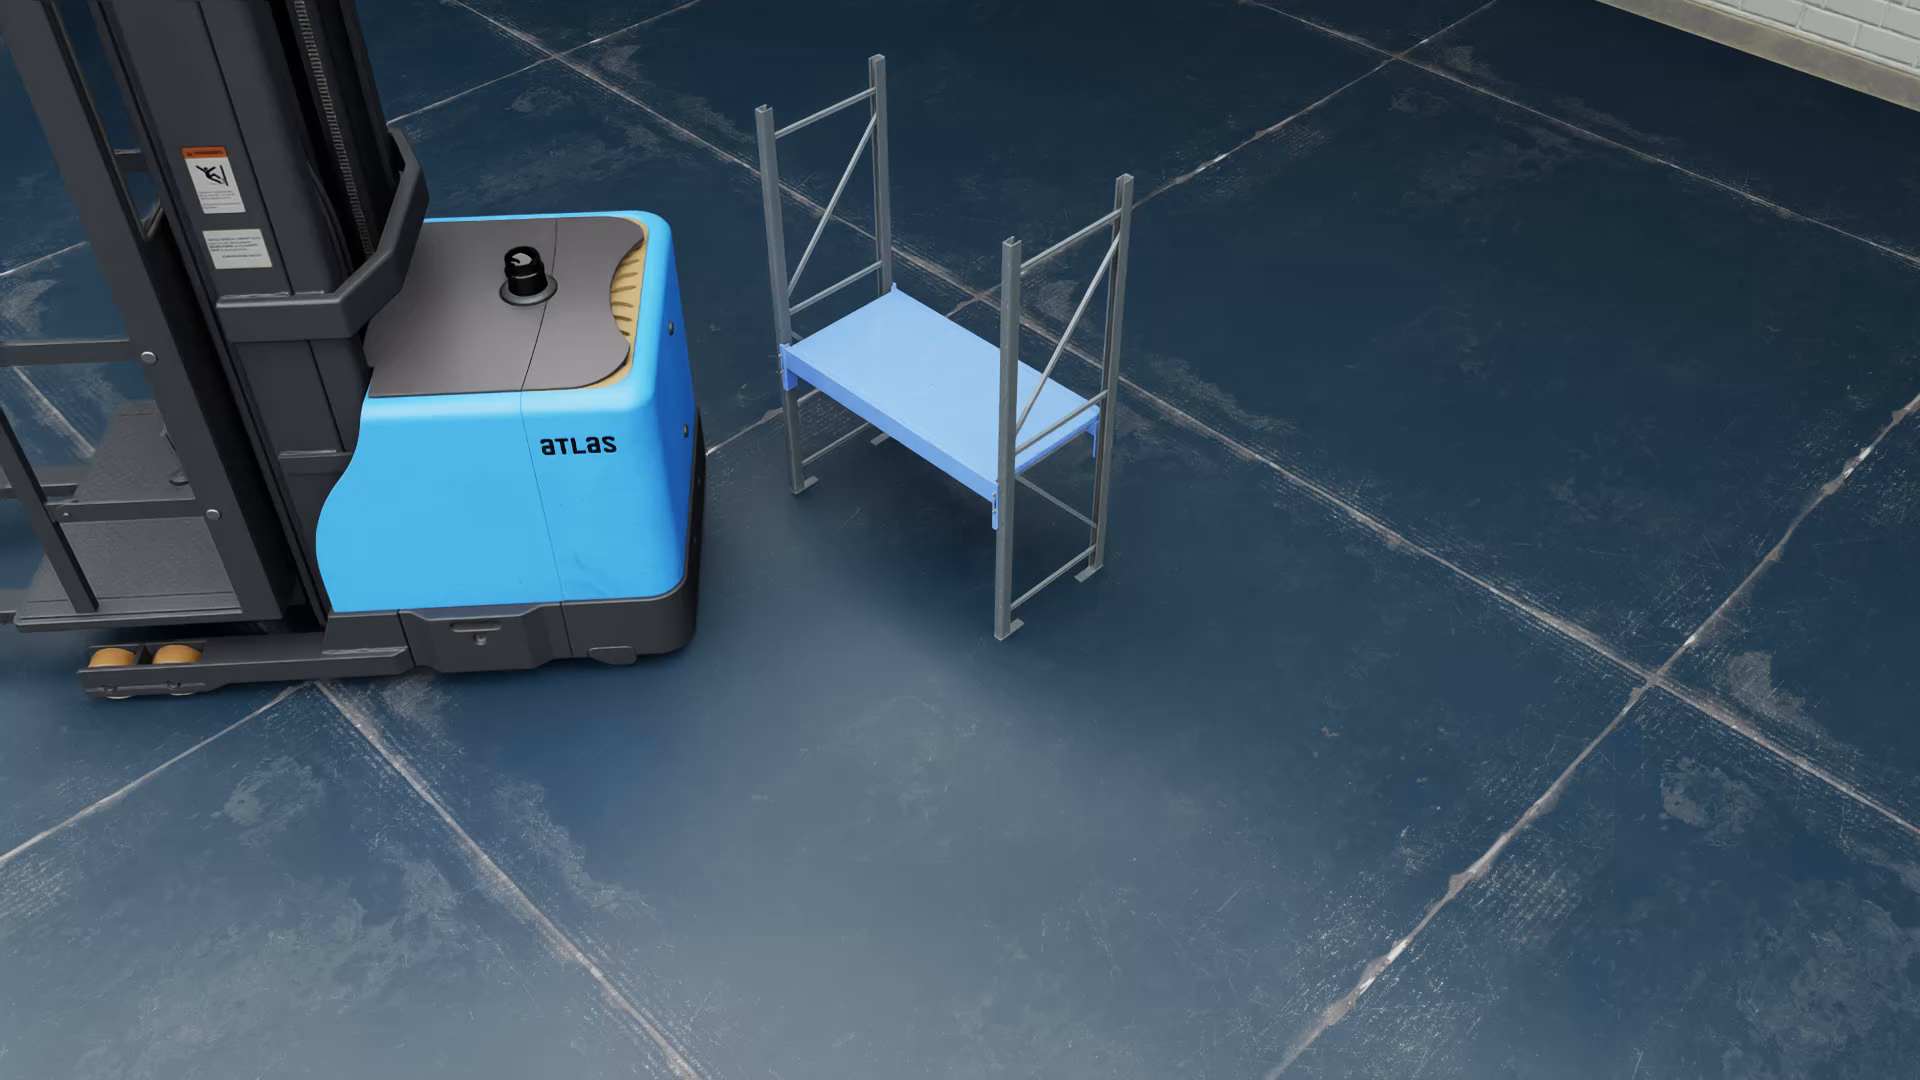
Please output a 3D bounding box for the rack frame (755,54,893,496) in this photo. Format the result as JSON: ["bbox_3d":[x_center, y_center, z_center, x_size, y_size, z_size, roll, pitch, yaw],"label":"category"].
[{"bbox_3d":[-0.419,-0.836,5.550,0.500,1.500,0.032,-34,53,-31],"label":"rack frame"}]

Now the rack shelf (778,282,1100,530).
[{"bbox_3d":[-0.060,-0.460,5.407,0.538,0.185,1.000,-34,53,-31],"label":"rack shelf"}]

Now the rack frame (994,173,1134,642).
[{"bbox_3d":[0.299,-0.348,5.021,0.500,1.500,0.032,-34,53,-31],"label":"rack frame"}]

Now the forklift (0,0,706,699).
[{"bbox_3d":[-2.390,-0.952,4.621,3.031,2.935,1.130,-3,43,-3],"label":"forklift"}]

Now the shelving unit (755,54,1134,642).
[{"bbox_3d":[-0.060,-0.592,5.285,0.538,1.500,1.048,-34,53,-31],"label":"shelving unit"}]
